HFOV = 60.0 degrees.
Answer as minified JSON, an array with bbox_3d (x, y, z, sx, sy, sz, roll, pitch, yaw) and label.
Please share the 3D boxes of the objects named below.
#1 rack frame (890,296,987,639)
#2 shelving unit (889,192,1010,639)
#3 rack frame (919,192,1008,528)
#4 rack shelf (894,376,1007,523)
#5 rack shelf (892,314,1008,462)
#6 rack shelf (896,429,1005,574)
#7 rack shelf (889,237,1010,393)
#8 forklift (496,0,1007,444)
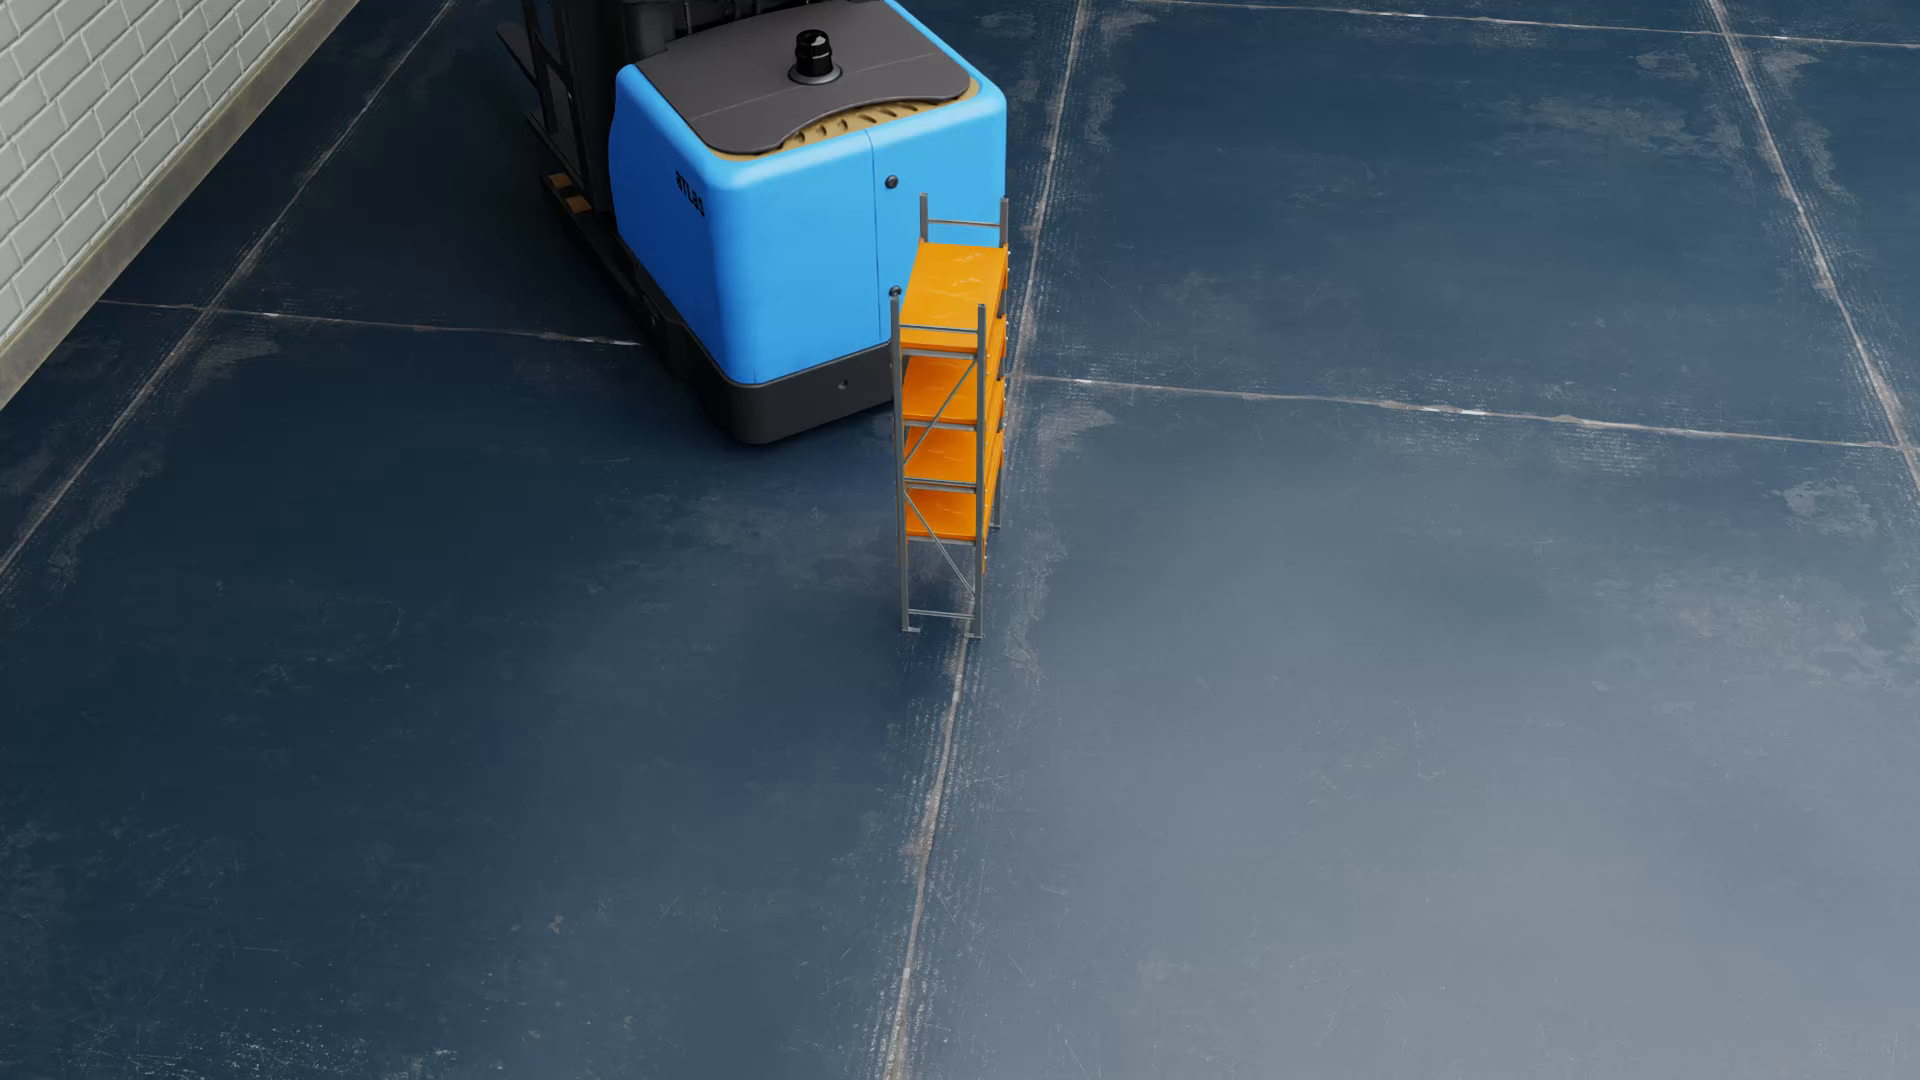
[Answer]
[{"bbox_3d":[-0.054,-0.157,4.543,0.240,1.200,0.015,5,44,6],"label":"rack frame"},{"bbox_3d":[-0.022,-0.323,4.718,0.258,1.200,0.503,5,44,6],"label":"shelving unit"},{"bbox_3d":[0.010,-0.489,4.894,0.240,1.200,0.015,5,44,6],"label":"rack frame"},{"bbox_3d":[-0.022,-0.274,4.765,0.258,0.148,0.480,5,44,6],"label":"rack shelf"},{"bbox_3d":[-0.022,-0.436,4.611,0.258,0.148,0.480,5,44,6],"label":"rack shelf"},{"bbox_3d":[-0.022,-0.130,4.901,0.258,0.148,0.480,5,44,6],"label":"rack shelf"},{"bbox_3d":[-0.022,-0.608,4.448,0.258,0.148,0.480,5,44,6],"label":"rack shelf"},{"bbox_3d":[-1.004,-2.383,5.634,1.130,2.935,3.031,-21,47,-21],"label":"forklift"}]
